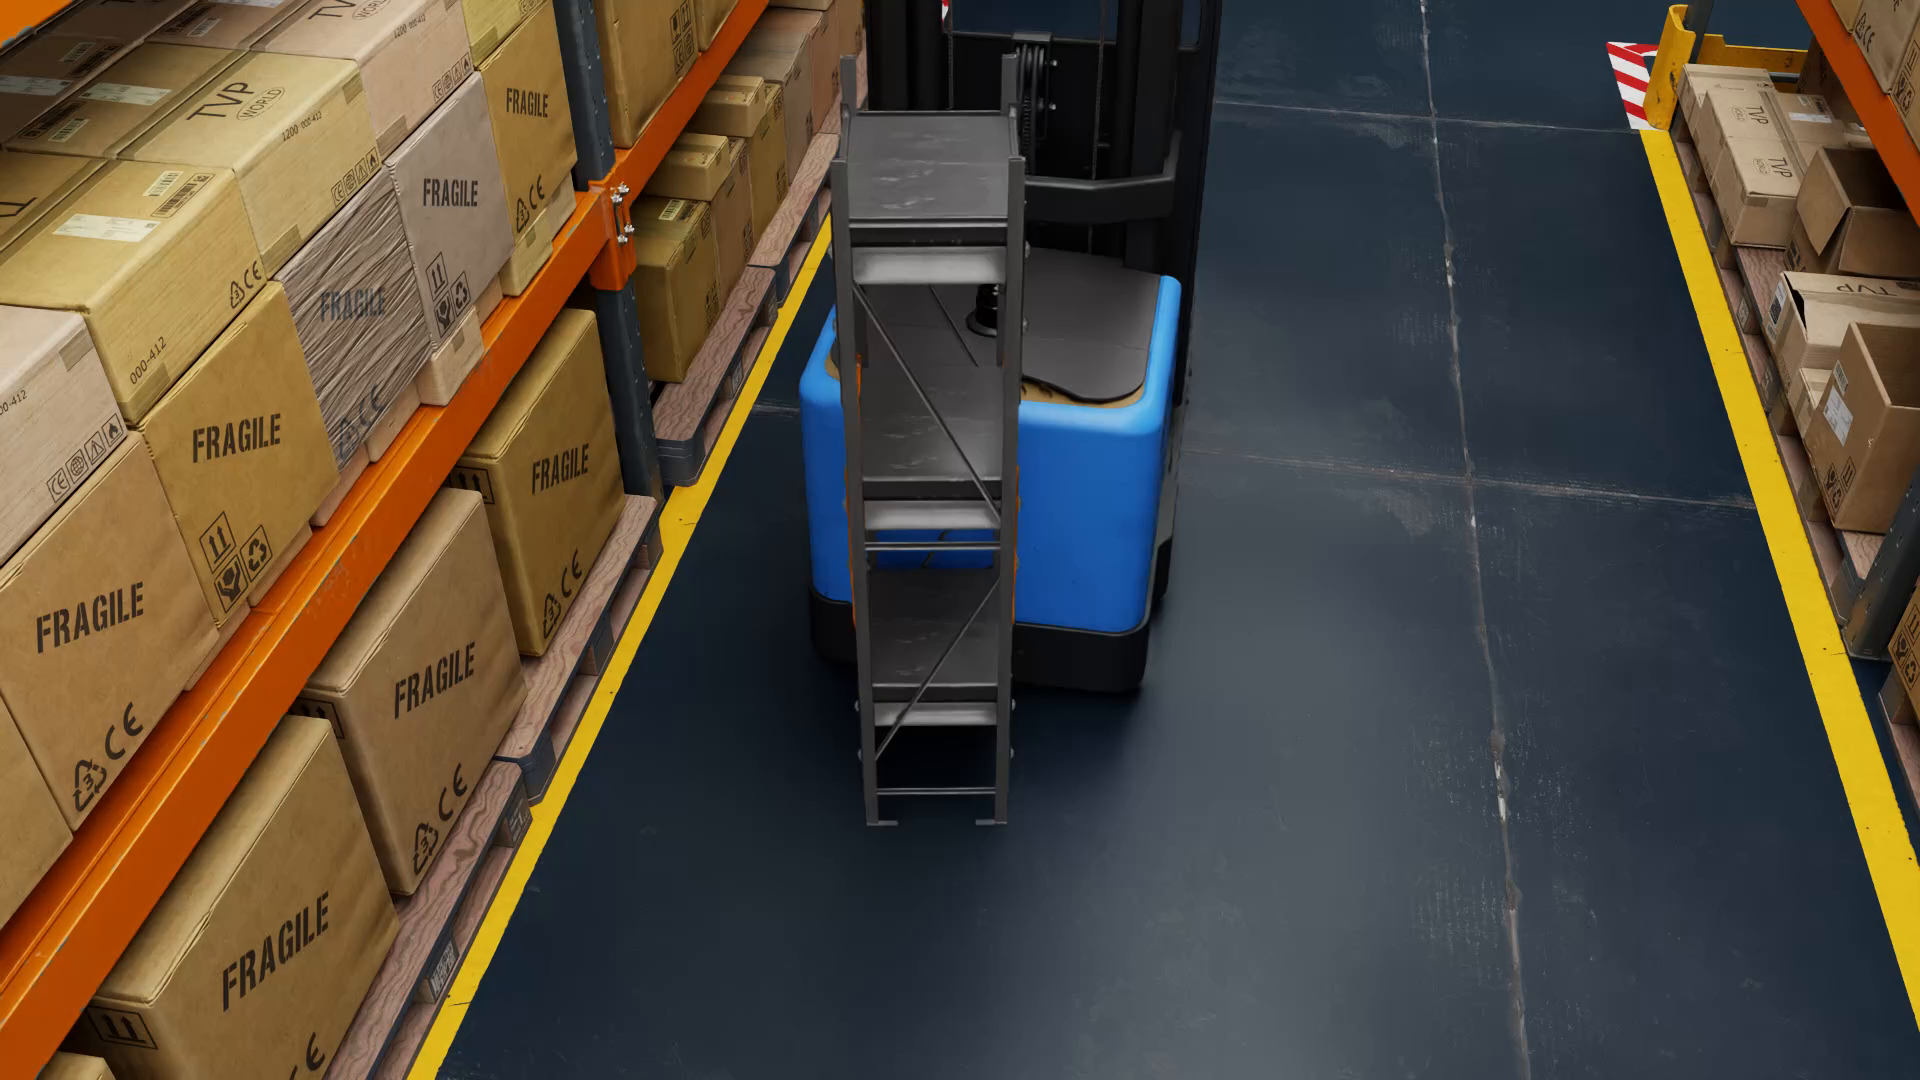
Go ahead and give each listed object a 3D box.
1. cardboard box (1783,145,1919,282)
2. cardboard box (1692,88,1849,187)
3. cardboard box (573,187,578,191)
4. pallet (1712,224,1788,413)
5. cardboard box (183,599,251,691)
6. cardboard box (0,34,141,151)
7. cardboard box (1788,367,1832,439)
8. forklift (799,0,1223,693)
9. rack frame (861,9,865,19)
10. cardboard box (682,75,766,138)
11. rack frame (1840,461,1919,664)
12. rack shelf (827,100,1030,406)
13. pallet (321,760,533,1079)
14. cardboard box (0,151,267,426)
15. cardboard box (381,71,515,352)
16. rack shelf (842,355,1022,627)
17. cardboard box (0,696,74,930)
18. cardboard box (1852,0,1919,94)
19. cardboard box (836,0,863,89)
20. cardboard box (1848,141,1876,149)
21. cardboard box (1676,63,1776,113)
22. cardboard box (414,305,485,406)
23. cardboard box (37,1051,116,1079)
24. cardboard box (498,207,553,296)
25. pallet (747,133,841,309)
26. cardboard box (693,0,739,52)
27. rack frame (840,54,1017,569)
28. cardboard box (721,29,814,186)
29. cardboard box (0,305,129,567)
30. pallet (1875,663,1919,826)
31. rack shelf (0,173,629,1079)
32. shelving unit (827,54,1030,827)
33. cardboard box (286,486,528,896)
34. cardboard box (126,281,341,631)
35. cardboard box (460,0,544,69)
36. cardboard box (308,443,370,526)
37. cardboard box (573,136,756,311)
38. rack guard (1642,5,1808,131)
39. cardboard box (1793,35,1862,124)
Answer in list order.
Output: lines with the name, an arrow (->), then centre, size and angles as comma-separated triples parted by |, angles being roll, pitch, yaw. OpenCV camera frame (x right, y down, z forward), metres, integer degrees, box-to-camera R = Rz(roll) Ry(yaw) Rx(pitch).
cardboard box -> 3.651, -1.148, 6.398 | 0.797, 0.503, 0.637 | 6, 40, 8
cardboard box -> 3.563, -1.757, 7.334 | 0.500, 0.250, 0.500 | 6, 40, 8
cardboard box -> -1.539, -1.142, 5.900 | 0.380, 0.149, 0.250 | 6, 40, 7
pallet -> 3.659, -0.885, 6.654 | 1.003, 0.211, 1.213 | 6, 40, 8
cardboard box -> -1.701, 0.150, 3.396 | 0.380, 0.149, 0.250 | 7, 40, 8
cardboard box -> -2.051, -0.850, 3.508 | 0.500, 0.250, 0.500 | 5, 40, 6
cardboard box -> 3.156, -0.462, 5.847 | 0.380, 0.149, 0.250 | 6, 40, 8
forklift -> 0.293, -1.604, 5.390 | 1.130, 2.935, 3.031 | 6, 40, 8
rack frame -> -0.857, -3.815, 8.010 | 1.000, 3.000, 0.127 | 6, 40, 8
cardboard box -> -0.989, -1.733, 6.615 | 0.380, 0.149, 0.250 | 5, 40, 6
rack frame -> 3.331, -0.761, 4.316 | 1.000, 3.000, 0.127 | 6, 40, 8
rack shelf -> -0.069, -0.661, 3.817 | 0.431, 0.518, 0.480 | 0, 41, 0
pallet -> -1.817, 1.031, 4.338 | 1.003, 0.211, 1.213 | 6, 40, 8
cardboard box -> -1.652, -0.473, 3.052 | 0.500, 0.250, 0.500 | 6, 40, 7
cardboard box -> -1.459, -0.827, 4.068 | 0.500, 0.500, 0.500 | 7, 40, 8
rack shelf -> -0.069, -0.130, 4.273 | 0.431, 0.518, 0.480 | 0, 41, 0
cardboard box -> -1.805, 0.441, 2.535 | 0.500, 0.500, 0.500 | 8, 40, 9
cardboard box -> 3.339, -1.787, 5.479 | 0.500, 0.500, 0.500 | 7, 40, 9
cardboard box -> -0.879, -2.563, 8.128 | 0.700, 0.500, 0.500 | 6, 40, 8
cardboard box -> 3.977, -1.419, 6.925 | 0.500, 0.250, 0.500 | 6, 40, 8
cardboard box -> 3.612, -2.117, 7.848 | 0.380, 0.149, 0.250 | 6, 40, 8
cardboard box -> -1.426, -0.481, 4.159 | 0.380, 0.149, 0.250 | 6, 40, 8
cardboard box -> -1.985, 1.426, 3.029 | 0.750, 0.750, 0.750 | 6, 40, 7
cardboard box -> -1.349, -0.811, 4.558 | 0.380, 0.149, 0.250 | 7, 40, 8
pallet -> -1.131, -1.466, 7.358 | 1.003, 0.211, 1.213 | 6, 40, 8
cardboard box -> -1.307, -2.216, 5.841 | 0.980, 0.700, 0.700 | 5, 40, 7
rack frame -> -0.072, -0.299, 4.449 | 0.400, 2.100, 0.015 | 0, 41, 0
cardboard box -> -1.052, -1.933, 7.366 | 0.700, 0.500, 0.500 | 5, 40, 6
cardboard box -> -1.734, -0.152, 2.664 | 0.500, 0.250, 0.500 | 7, 40, 8
pallet -> 3.227, 0.829, 4.582 | 1.003, 0.211, 1.213 | 6, 40, 8
rack shelf -> -1.895, 0.228, 3.685 | 1.077, 0.370, 4.000 | 6, 40, 8
shelving unit -> -0.069, -0.140, 4.264 | 0.431, 2.100, 0.503 | 0, 41, 0
cardboard box -> -1.684, 0.343, 4.339 | 0.750, 0.750, 0.750 | 8, 40, 9
cardboard box -> -1.636, -0.198, 3.308 | 0.500, 0.500, 0.500 | 7, 40, 9
cardboard box -> -1.378, -1.433, 4.213 | 0.500, 0.250, 0.500 | 7, 40, 9
cardboard box -> -1.592, -0.179, 3.794 | 0.380, 0.149, 0.250 | 5, 40, 6
cardboard box -> -1.228, -1.276, 6.571 | 0.700, 0.500, 0.500 | 6, 40, 7
rack guard -> 4.010, -2.260, 8.091 | 1.175, 0.500, 0.348 | 6, 40, 8
cardboard box -> 4.171, -2.109, 7.563 | 0.500, 0.500, 0.500 | 6, 40, 8
